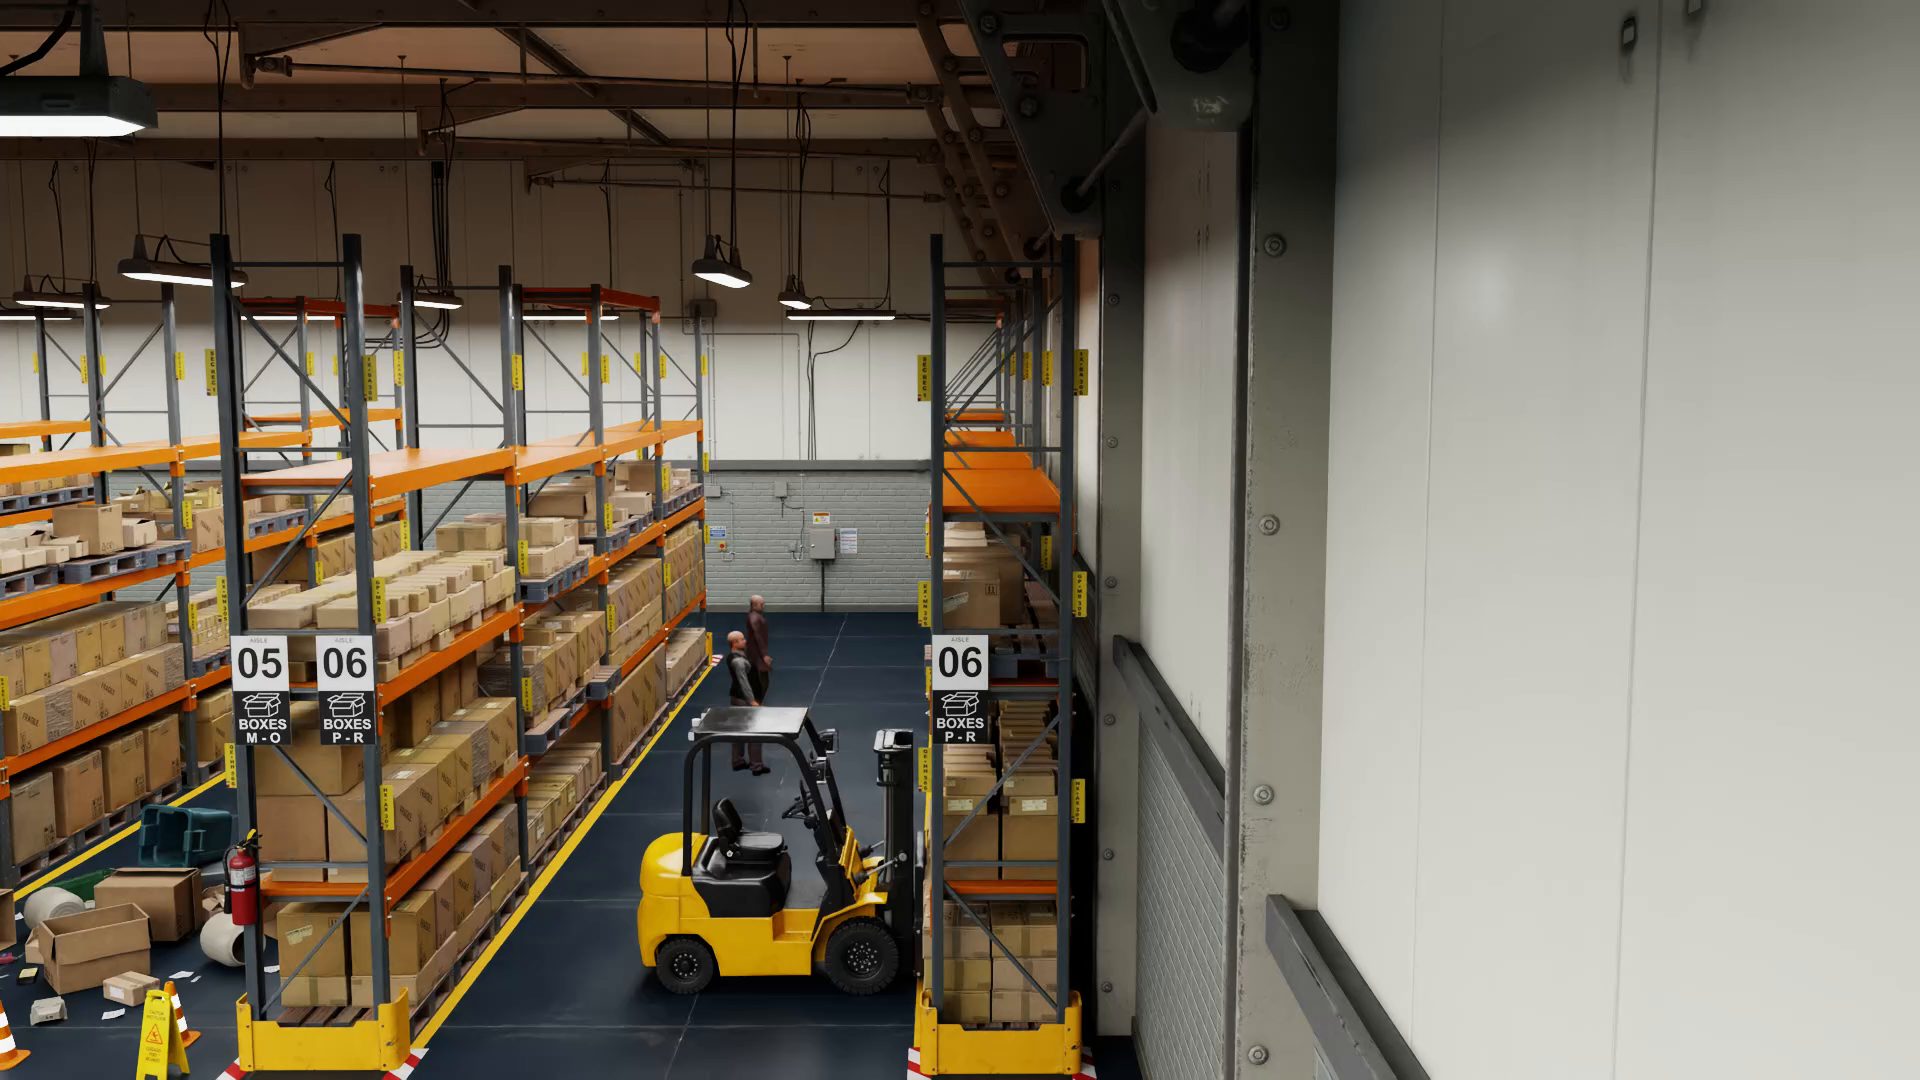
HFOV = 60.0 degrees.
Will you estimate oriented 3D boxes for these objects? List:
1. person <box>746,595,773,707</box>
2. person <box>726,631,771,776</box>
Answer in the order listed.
[{"bbox_3d":[-2.893,1.664,23.592,0.463,1.790,0.601,-1,6,-11],"label":"person"},{"bbox_3d":[-2.525,1.924,19.714,0.488,1.700,0.604,-4,7,-32],"label":"person"}]
